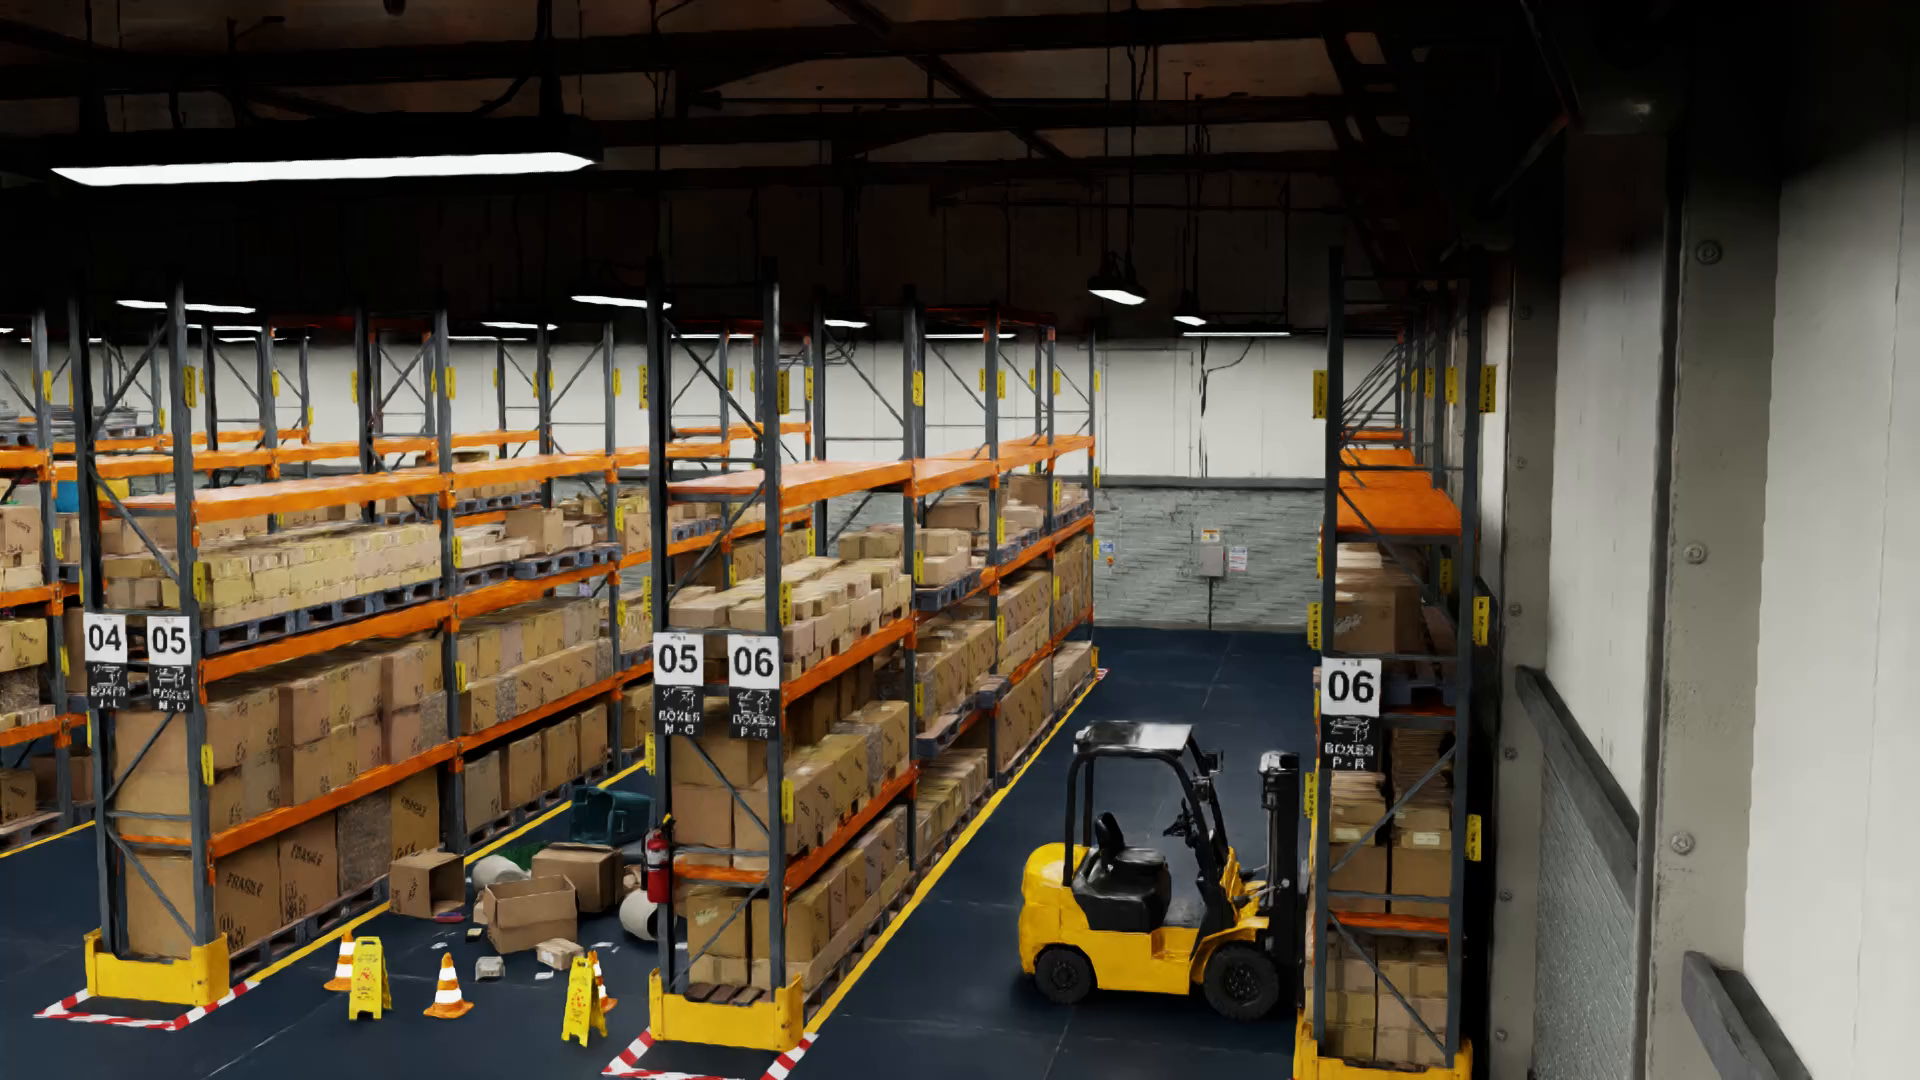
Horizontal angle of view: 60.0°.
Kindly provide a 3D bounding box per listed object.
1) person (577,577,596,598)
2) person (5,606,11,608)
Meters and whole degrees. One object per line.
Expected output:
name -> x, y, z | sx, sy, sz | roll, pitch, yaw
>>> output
person -> -6.620, 1.385, 29.325 | 0.437, 1.645, 0.539 | -2, 6, -17
person -> -20.489, 0.619, 36.436 | 0.603, 1.724, 1.111 | 1, 6, 12
